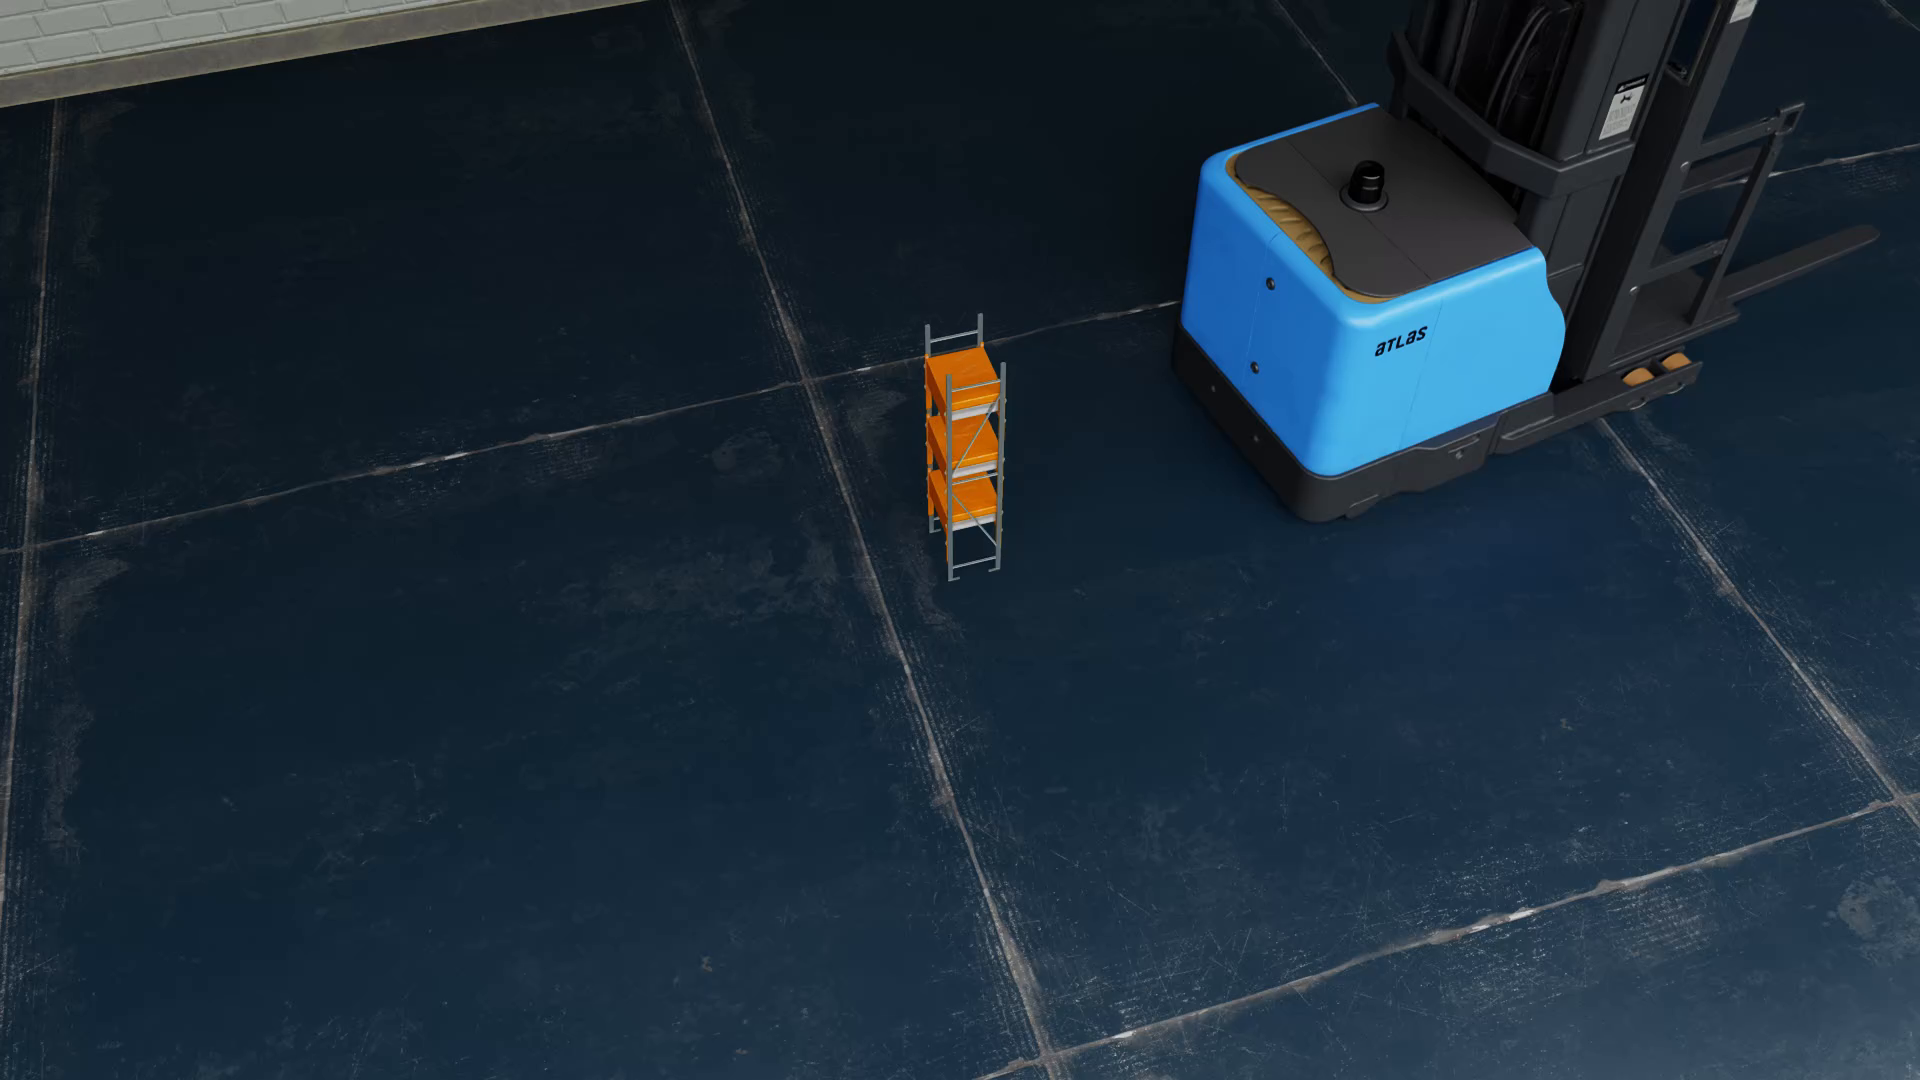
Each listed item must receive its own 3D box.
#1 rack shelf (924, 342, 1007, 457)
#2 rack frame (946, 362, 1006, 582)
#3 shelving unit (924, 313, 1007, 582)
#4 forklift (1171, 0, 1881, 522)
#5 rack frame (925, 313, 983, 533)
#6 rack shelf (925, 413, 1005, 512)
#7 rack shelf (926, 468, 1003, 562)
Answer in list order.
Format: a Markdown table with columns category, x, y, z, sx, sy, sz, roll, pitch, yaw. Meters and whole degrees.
| category | x | y | z | sx | sy | sz | roll | pitch | yaw |
| --- | --- | --- | --- | --- | --- | --- | --- | --- | --- |
| rack shelf | 0.016 | -0.475 | 5.607 | 0.215 | 0.259 | 0.240 | -13 | 51 | -11 |
| rack frame | 0.052 | -0.210 | 5.741 | 0.200 | 1.050 | 0.008 | -13 | 51 | -11 |
| shelving unit | 0.016 | -0.299 | 5.816 | 0.215 | 1.050 | 0.252 | -13 | 51 | -11 |
| forklift | 2.409 | -1.814 | 5.862 | 3.031 | 2.935 | 1.130 | -21 | 53 | -17 |
| rack frame | -0.020 | -0.388 | 5.891 | 0.200 | 1.050 | 0.008 | -13 | 51 | -11 |
| rack shelf | 0.016 | -0.292 | 5.824 | 0.215 | 0.259 | 0.240 | -13 | 51 | -11 |
| rack shelf | 0.016 | -0.113 | 6.036 | 0.215 | 0.259 | 0.240 | -13 | 51 | -11 |
